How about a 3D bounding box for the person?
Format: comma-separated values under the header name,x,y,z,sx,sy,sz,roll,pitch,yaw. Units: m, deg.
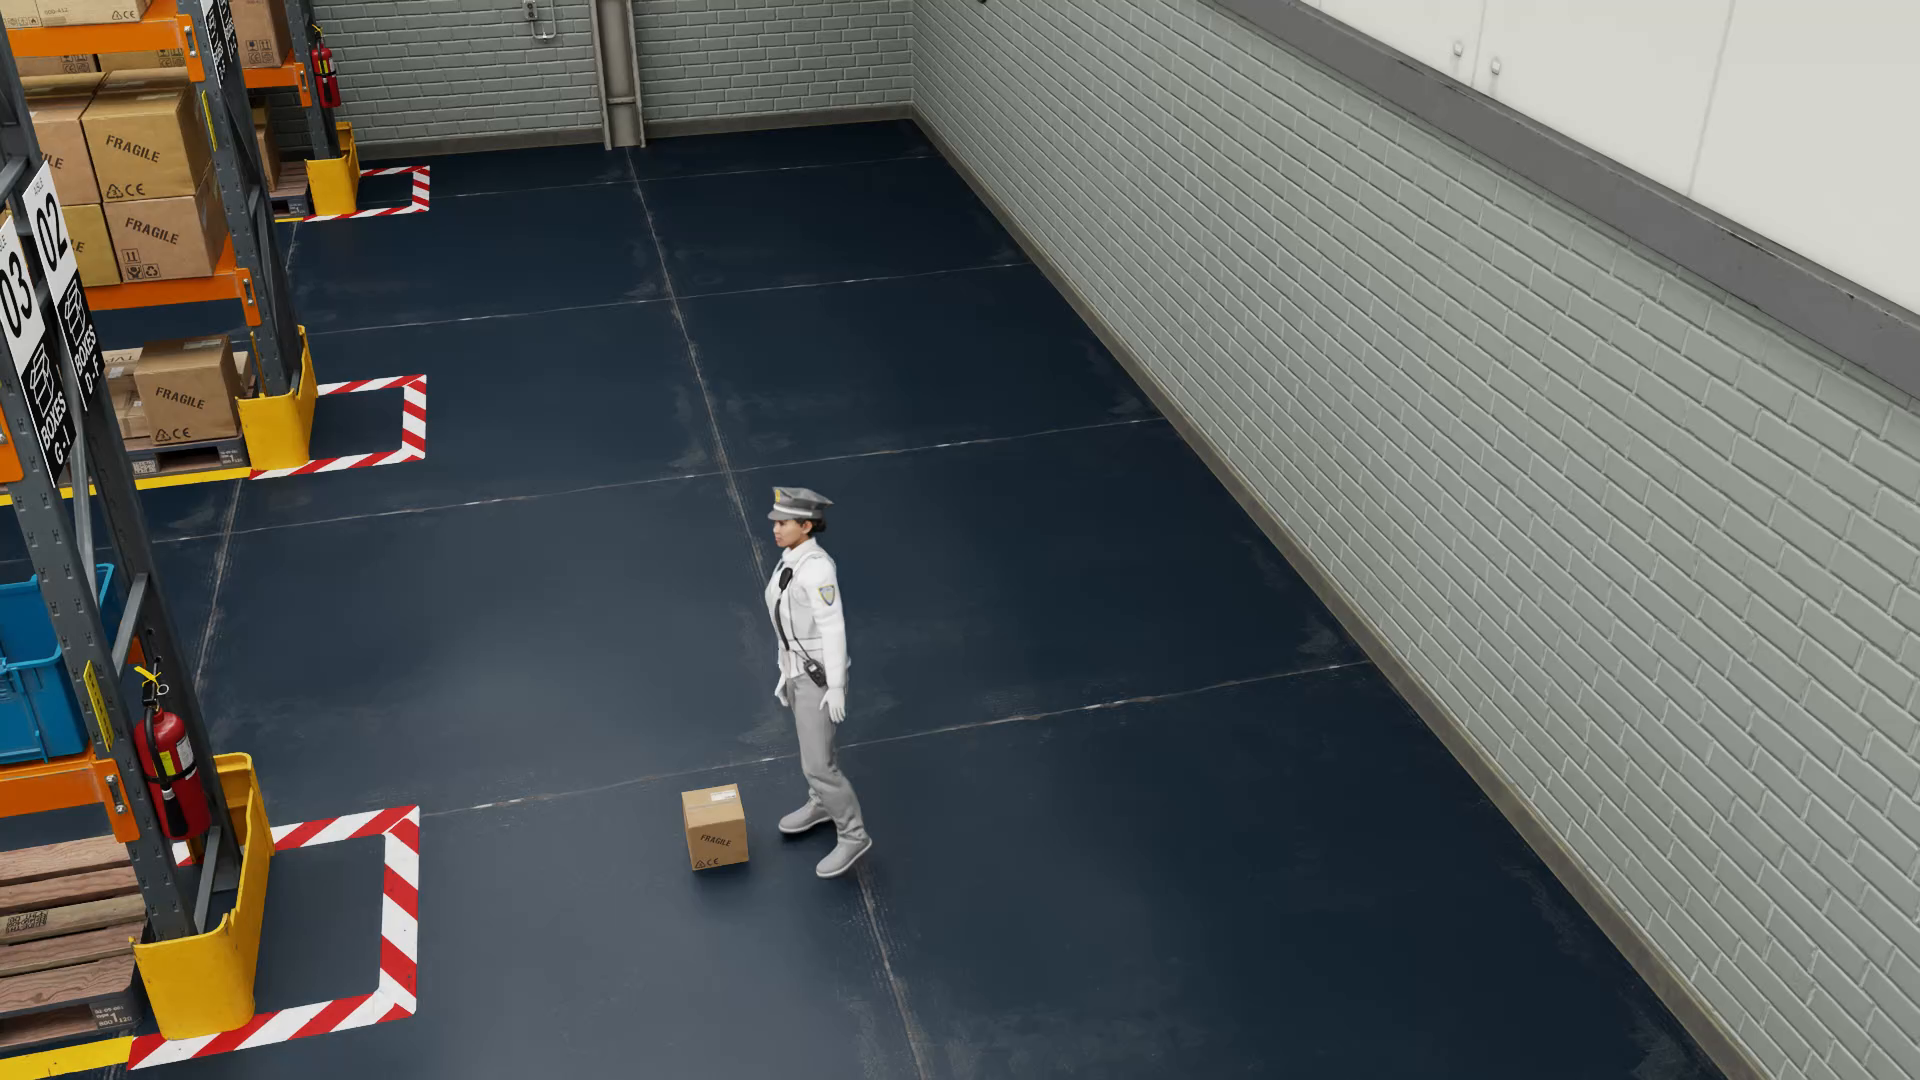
name,x,y,z,sx,sy,sz,roll,pitch,yaw
person,-0.629,0.613,7.144,0.373,1.678,0.753,-7,31,-12
